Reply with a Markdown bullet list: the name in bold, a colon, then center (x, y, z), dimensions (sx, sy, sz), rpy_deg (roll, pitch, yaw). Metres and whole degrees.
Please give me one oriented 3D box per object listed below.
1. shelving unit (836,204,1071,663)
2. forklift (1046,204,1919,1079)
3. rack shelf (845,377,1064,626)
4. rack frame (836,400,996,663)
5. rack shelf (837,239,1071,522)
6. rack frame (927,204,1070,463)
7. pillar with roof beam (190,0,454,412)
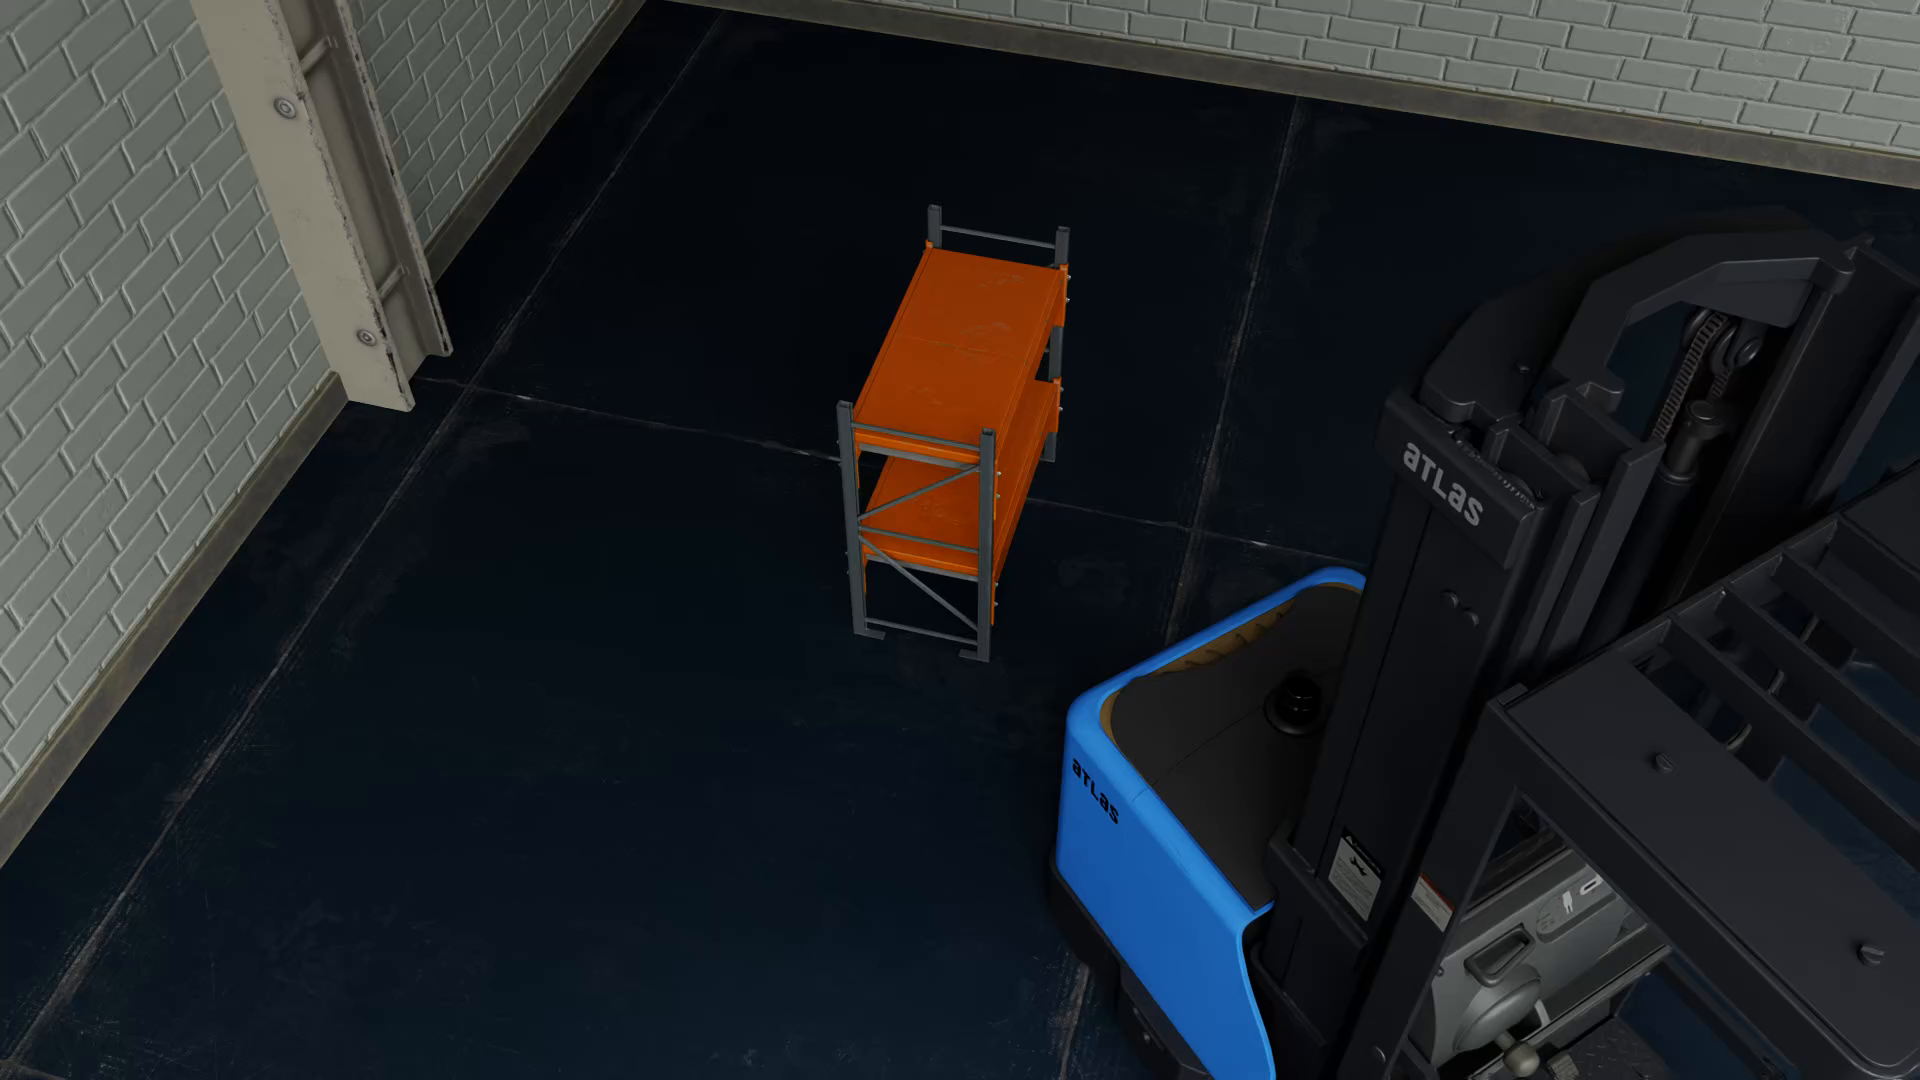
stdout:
- **shelving unit**: center (-0.002, -0.367, 5.824), dimensions (0.538, 1.125, 1.048), rpy_deg (12, 50, 10)
- **forklift**: center (1.475, 0.921, 3.482), dimensions (1.130, 2.935, 3.031), rpy_deg (-25, 53, -21)
- **rack shelf**: center (-0.002, -0.206, 6.007), dimensions (0.538, 0.278, 1.000), rpy_deg (12, 50, 10)
- **rack frame**: center (-0.136, 0.000, 5.499), dimensions (0.500, 1.125, 0.032), rpy_deg (12, 50, 10)
- **rack shelf**: center (-0.002, -0.561, 5.605), dimensions (0.538, 0.278, 1.000), rpy_deg (12, 50, 10)
- **rack frame**: center (0.132, -0.735, 6.148), dimensions (0.500, 1.125, 0.032), rpy_deg (12, 50, 10)
- **pillar with roof beam**: center (1.837, -2.818, 2.735), dimensions (9.100, 9.000, 0.400), rpy_deg (12, 50, 10)
